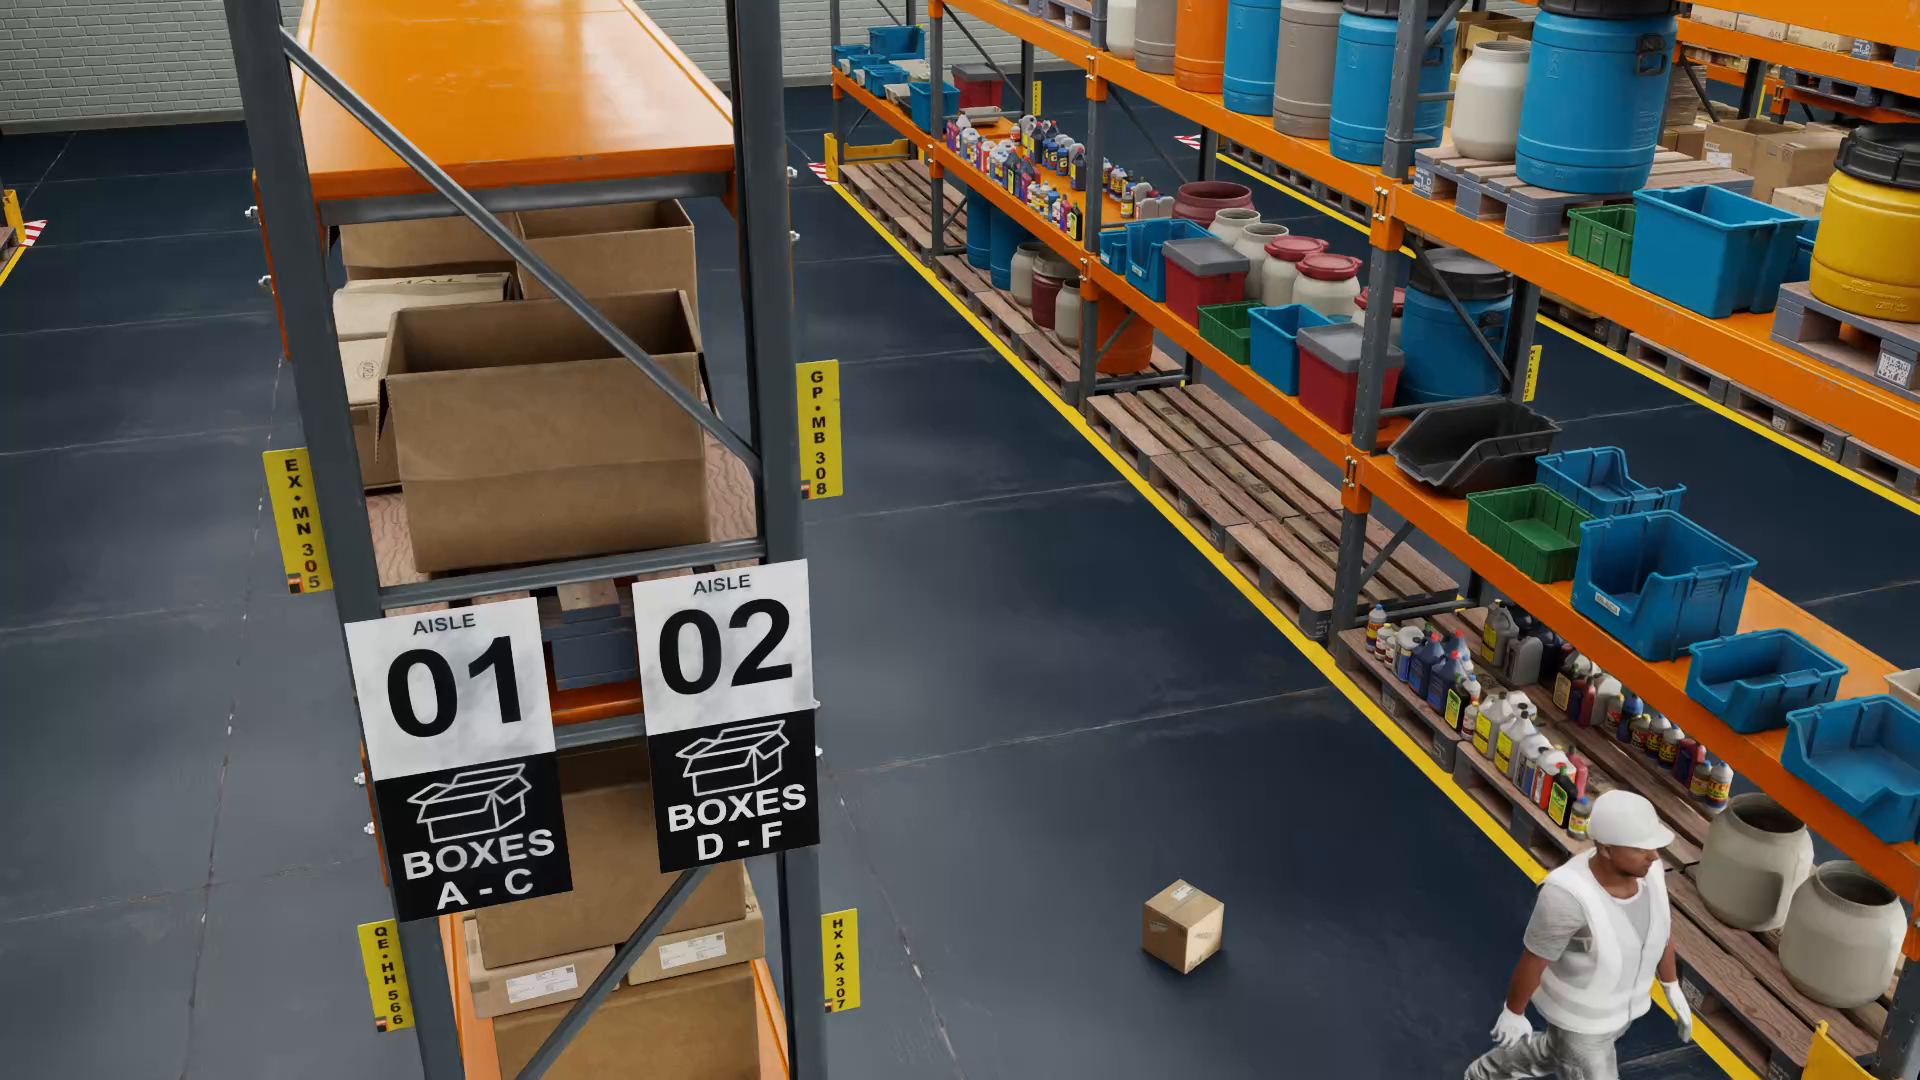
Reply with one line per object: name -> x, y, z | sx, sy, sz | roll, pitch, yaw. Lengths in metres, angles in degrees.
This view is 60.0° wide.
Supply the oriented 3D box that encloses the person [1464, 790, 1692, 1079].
person -> 2.215, 1.619, 5.793 | 0.603, 1.747, 1.038 | -15, 30, -28
